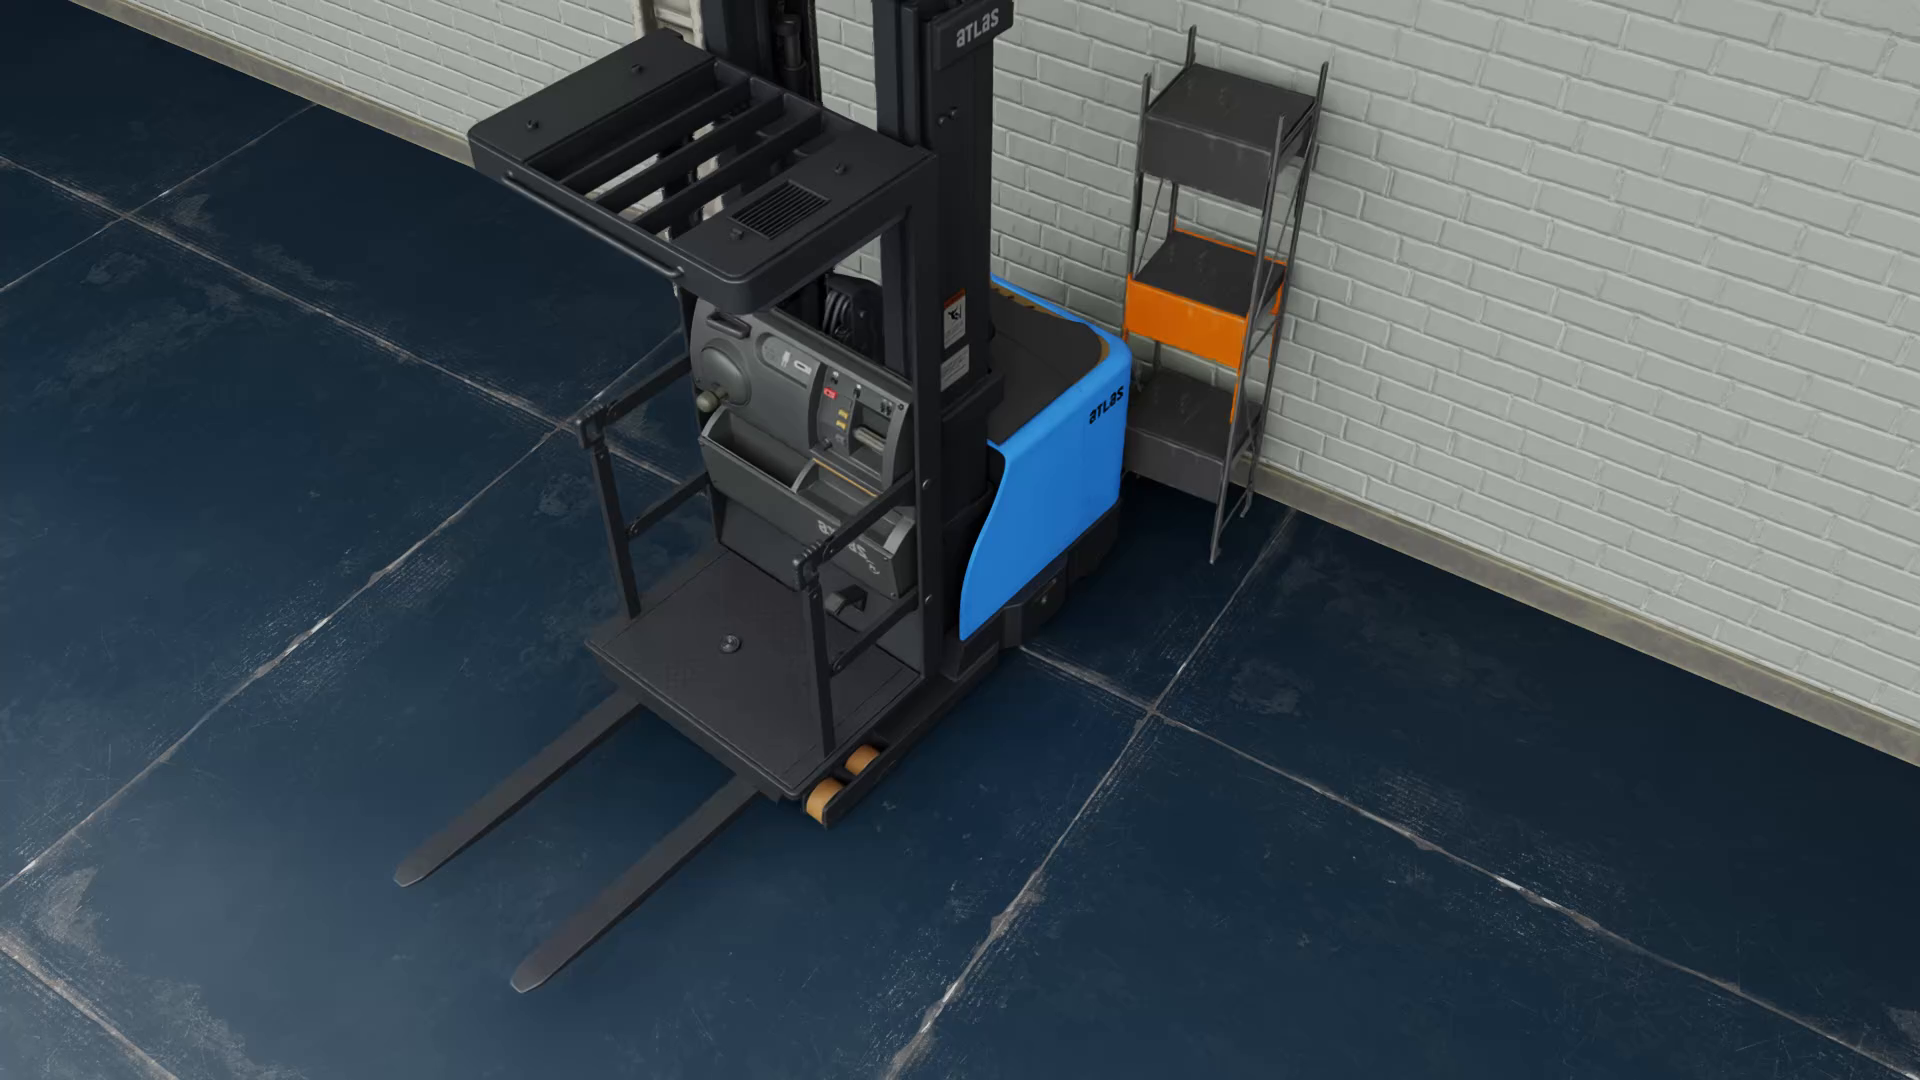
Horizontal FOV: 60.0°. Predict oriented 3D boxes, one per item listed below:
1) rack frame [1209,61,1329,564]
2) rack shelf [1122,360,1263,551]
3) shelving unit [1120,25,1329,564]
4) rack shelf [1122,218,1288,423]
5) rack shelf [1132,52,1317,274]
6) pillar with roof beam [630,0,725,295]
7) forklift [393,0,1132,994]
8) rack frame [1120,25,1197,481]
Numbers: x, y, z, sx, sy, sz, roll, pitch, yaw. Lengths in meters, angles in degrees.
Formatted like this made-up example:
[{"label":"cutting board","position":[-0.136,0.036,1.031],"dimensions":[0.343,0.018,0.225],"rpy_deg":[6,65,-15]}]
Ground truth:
[{"label":"rack frame","position":[1.139,-0.759,6.245],"dimensions":[0.015,2.100,0.400],"rpy_deg":[23,50,20]},{"label":"rack shelf","position":[0.928,-0.349,6.842],"dimensions":[0.480,0.518,0.431],"rpy_deg":[23,50,20]},{"label":"shelving unit","position":[0.928,-0.847,6.330],"dimensions":[0.503,2.100,0.431],"rpy_deg":[23,50,20]},{"label":"rack shelf","position":[0.928,-0.837,6.340],"dimensions":[0.480,0.518,0.431],"rpy_deg":[23,50,20]},{"label":"rack shelf","position":[0.928,-1.325,5.838],"dimensions":[0.480,0.518,0.431],"rpy_deg":[23,50,20]},{"label":"pillar with roof beam","position":[-3.478,-1.762,2.410],"dimensions":[0.400,9.000,9.100],"rpy_deg":[25,51,22]},{"label":"forklift","position":[-0.672,-0.414,5.330],"dimensions":[1.130,2.935,3.031],"rpy_deg":[31,53,27]},{"label":"rack frame","position":[0.717,-0.935,6.416],"dimensions":[0.015,2.100,0.400],"rpy_deg":[23,50,20]}]
